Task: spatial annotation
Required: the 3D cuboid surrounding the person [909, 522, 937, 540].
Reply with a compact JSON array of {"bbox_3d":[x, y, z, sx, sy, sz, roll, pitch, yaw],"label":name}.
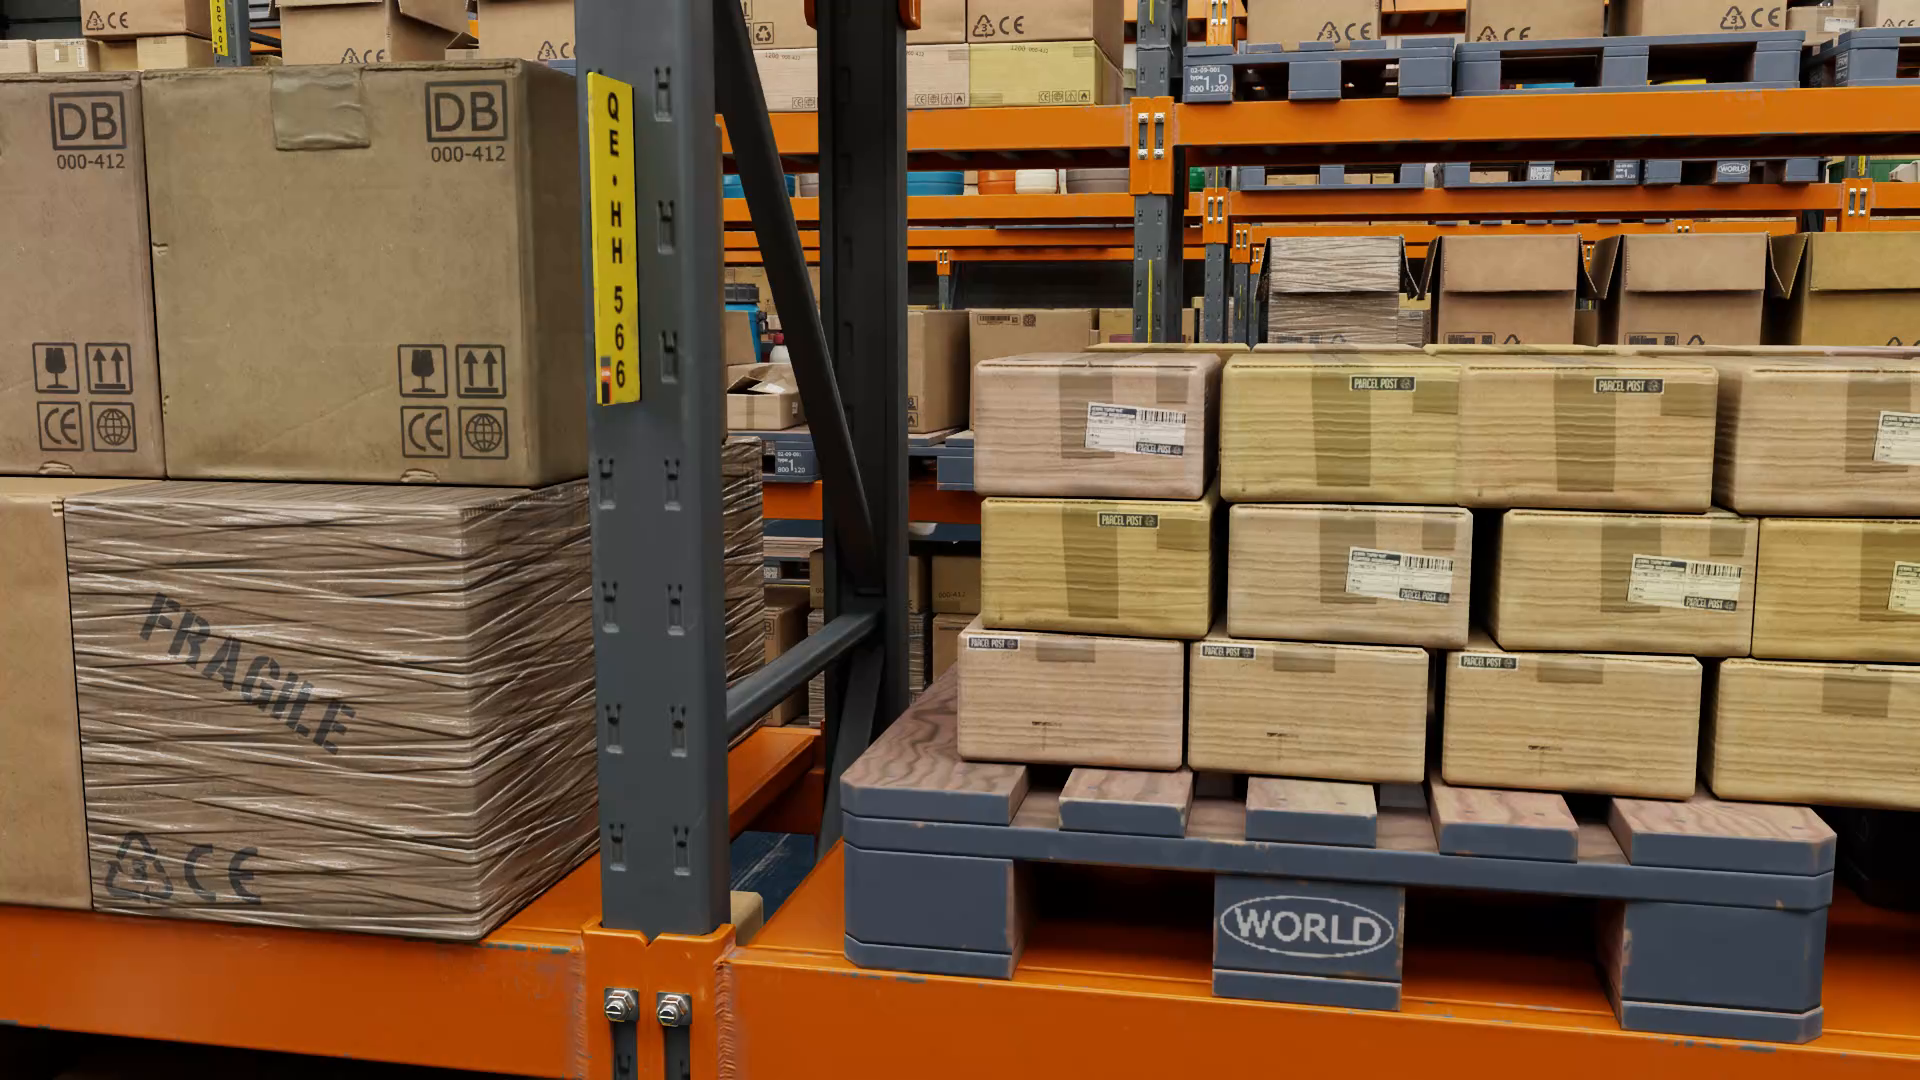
[{"bbox_3d":[-0.345,-0.072,8.761,0.461,1.760,0.637,1,8,10],"label":"person"}]
